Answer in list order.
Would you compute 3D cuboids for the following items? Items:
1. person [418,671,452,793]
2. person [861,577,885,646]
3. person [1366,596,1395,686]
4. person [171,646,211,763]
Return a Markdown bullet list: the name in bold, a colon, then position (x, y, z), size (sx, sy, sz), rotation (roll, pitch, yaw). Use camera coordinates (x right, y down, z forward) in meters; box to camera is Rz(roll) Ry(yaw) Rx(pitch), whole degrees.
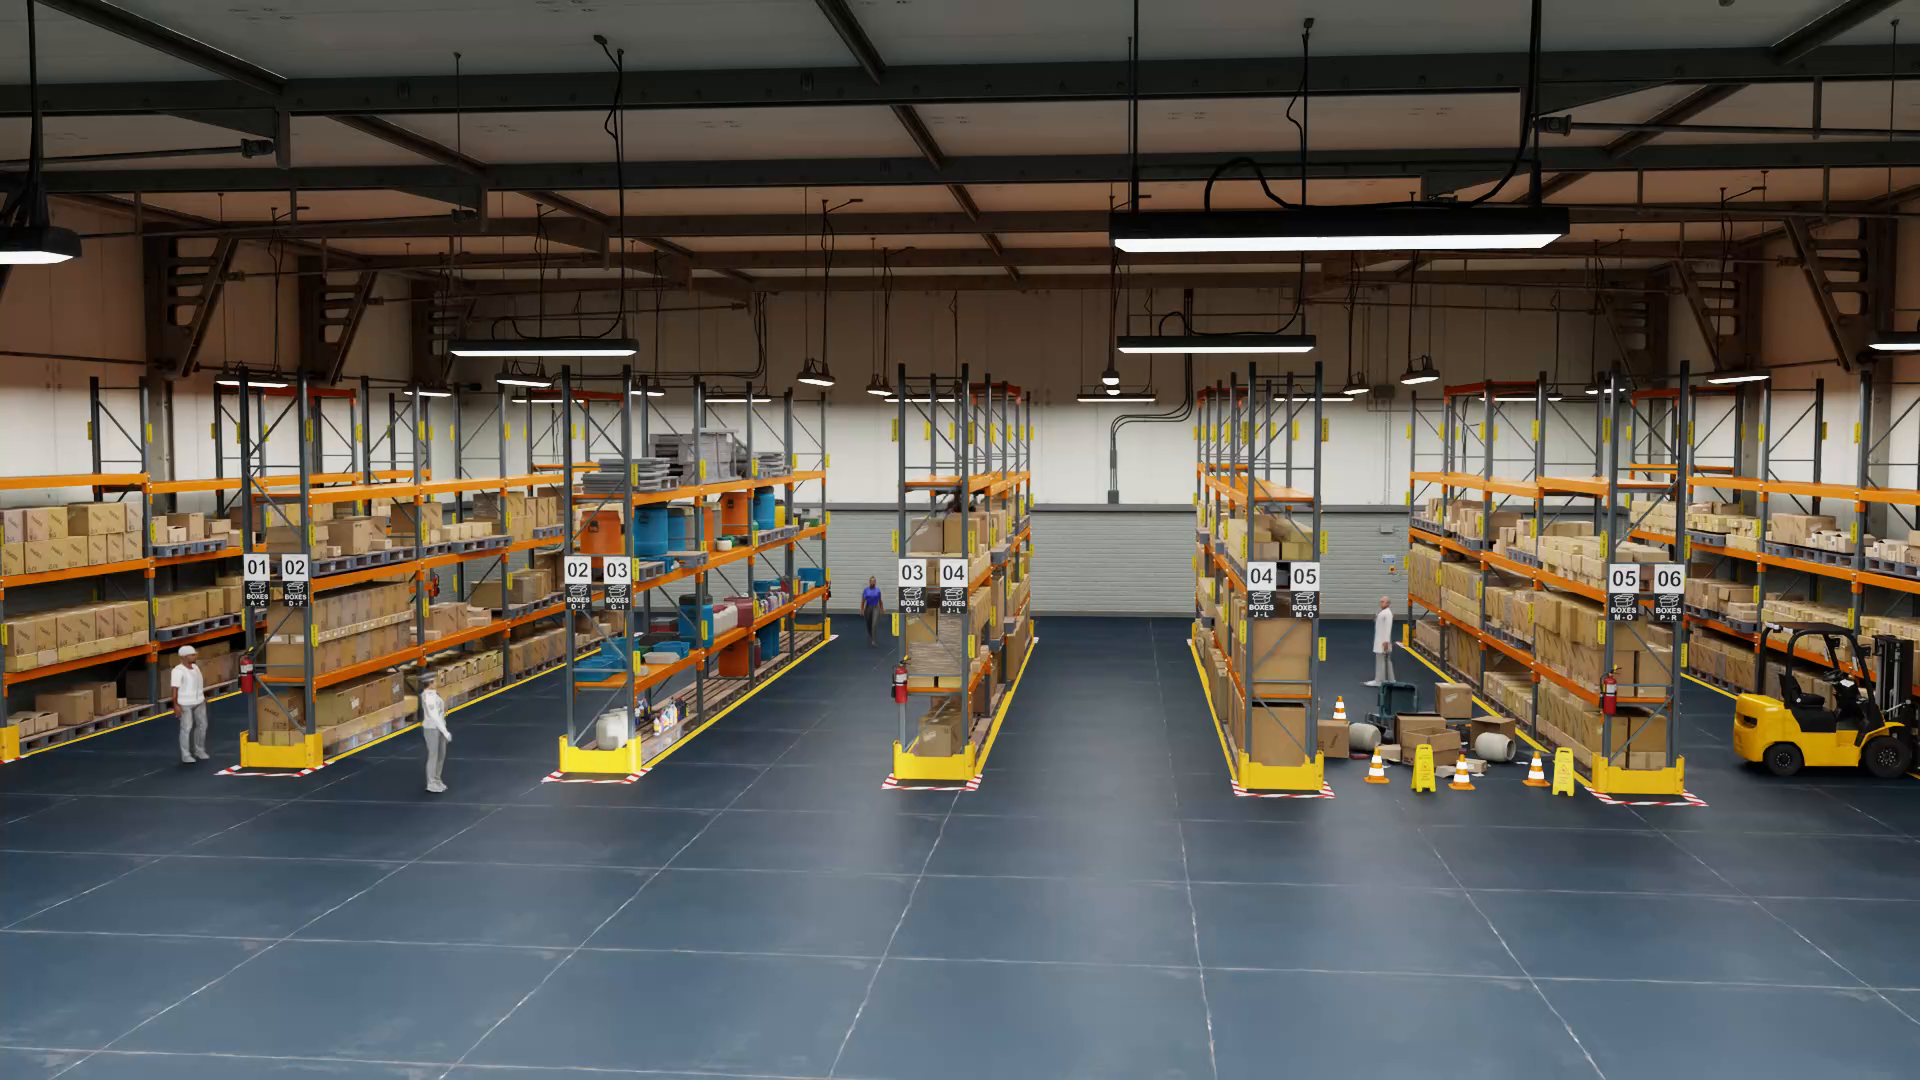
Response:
- **person**: position (-7.314, 2.694, 23.286), size (0.503, 1.720, 0.553), rotation (0, 4, 2)
- **person**: position (-2.059, 1.671, 39.320), size (0.510, 1.610, 0.926), rotation (1, 4, 9)
- **person**: position (8.373, 2.003, 32.979), size (0.523, 1.777, 0.601), rotation (2, 4, 24)
- **person**: position (-11.742, 2.509, 25.369), size (0.421, 1.800, 0.630), rotation (2, 4, 25)
